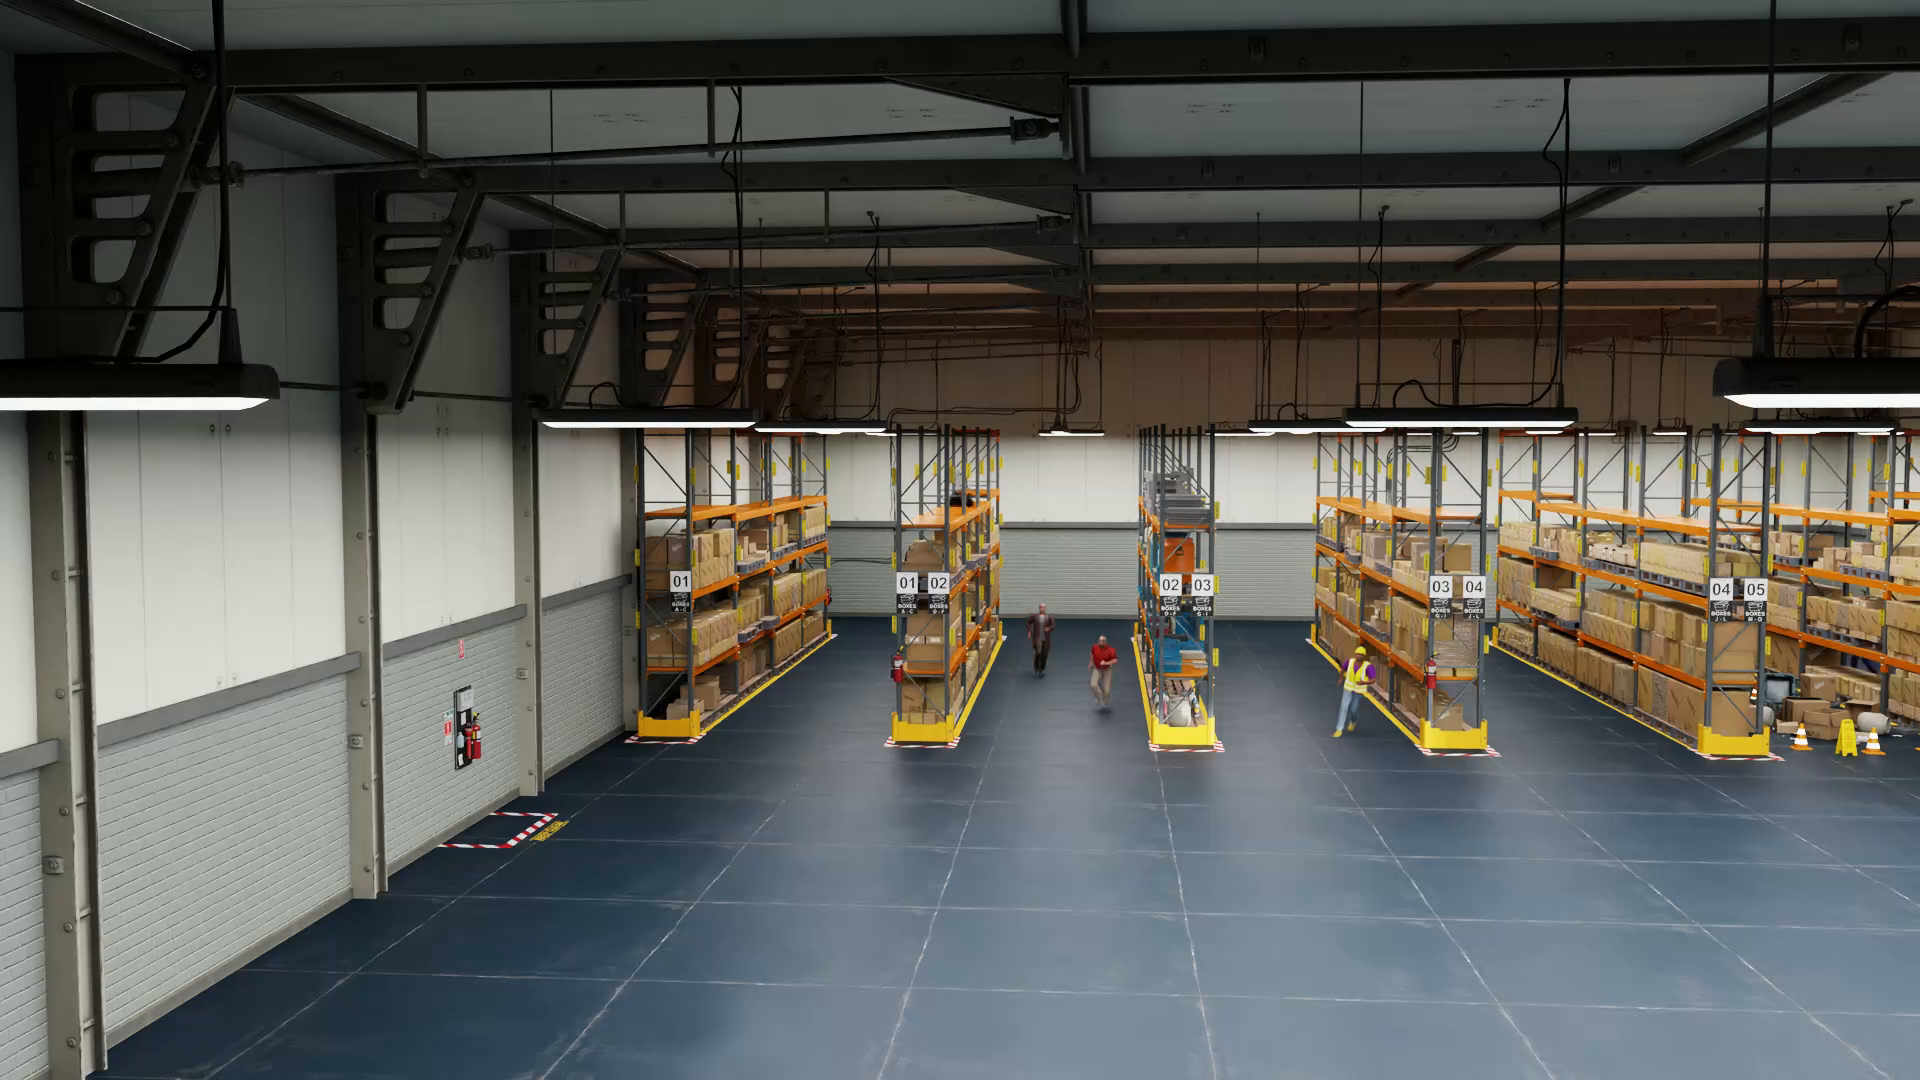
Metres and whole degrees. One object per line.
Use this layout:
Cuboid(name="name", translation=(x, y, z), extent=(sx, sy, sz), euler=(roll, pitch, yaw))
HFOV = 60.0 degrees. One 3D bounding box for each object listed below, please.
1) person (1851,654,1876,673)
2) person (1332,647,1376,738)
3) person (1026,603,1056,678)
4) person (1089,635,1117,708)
Cuboid(name="person", translation=(21.748, 2.513, 39.874), extent=(0.636, 1.601, 0.848), euler=(-1, 4, -9))
Cuboid(name="person", translation=(7.604, 2.891, 31.912), extent=(0.739, 1.716, 0.972), euler=(1, 4, 23))
Cuboid(name="person", translation=(1.964, 2.418, 39.948), extent=(0.667, 1.773, 0.764), euler=(-1, 4, -8))
Cuboid(name="person", translation=(3.009, 2.773, 35.096), extent=(0.674, 1.593, 0.971), euler=(1, 4, 15))
